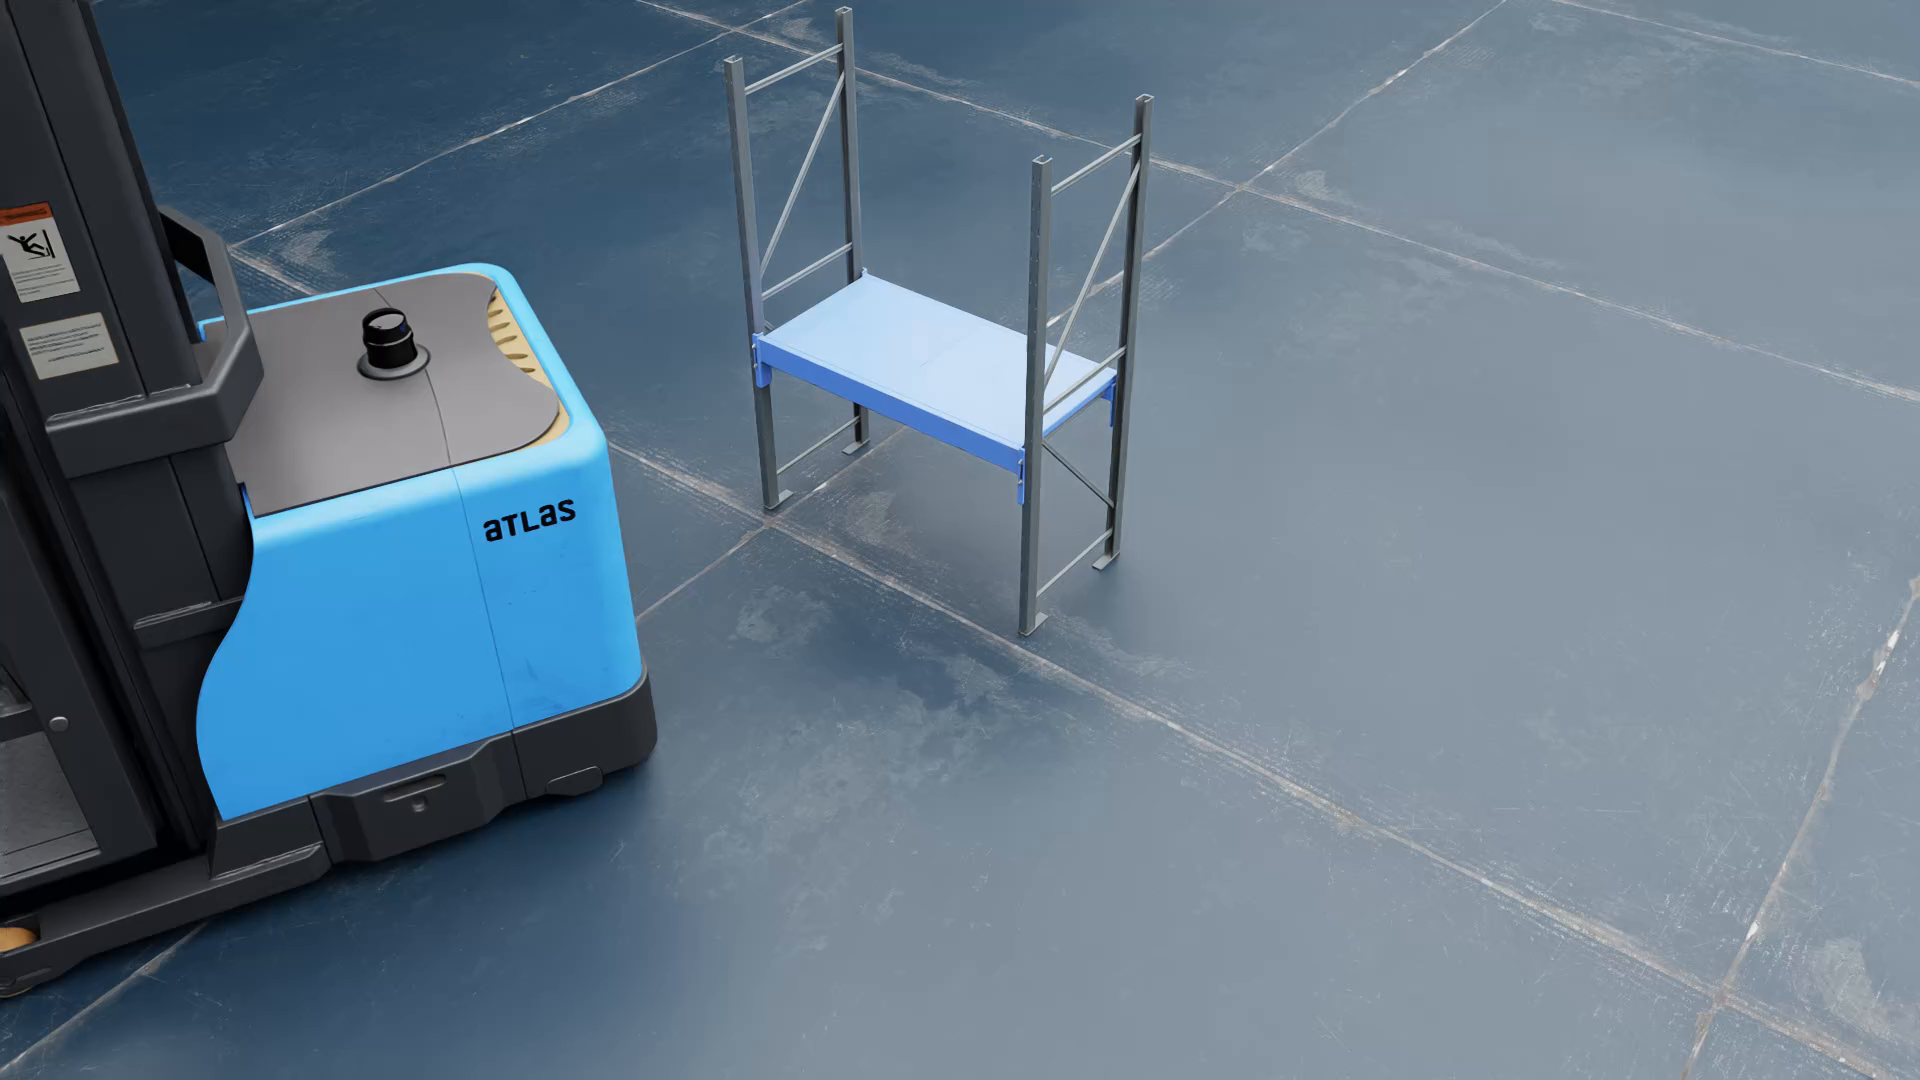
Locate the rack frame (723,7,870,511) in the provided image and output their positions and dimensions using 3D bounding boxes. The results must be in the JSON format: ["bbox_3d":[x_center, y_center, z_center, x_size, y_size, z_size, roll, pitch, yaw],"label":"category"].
[{"bbox_3d":[-0.472,-0.813,5.072,0.032,1.500,0.500,25,45,29],"label":"rack frame"}]

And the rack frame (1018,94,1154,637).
[{"bbox_3d":[0.336,-0.432,4.585,0.032,1.500,0.500,25,45,29],"label":"rack frame"}]

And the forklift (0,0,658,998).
[{"bbox_3d":[-2.363,-0.407,3.392,3.031,2.935,1.130,-17,41,-20],"label":"forklift"}]

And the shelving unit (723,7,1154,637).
[{"bbox_3d":[-0.068,-0.622,4.828,1.048,1.500,0.538,25,45,29],"label":"shelving unit"}]

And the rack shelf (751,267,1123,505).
[{"bbox_3d":[-0.068,-0.481,4.939,1.000,0.185,0.538,25,45,29],"label":"rack shelf"}]
